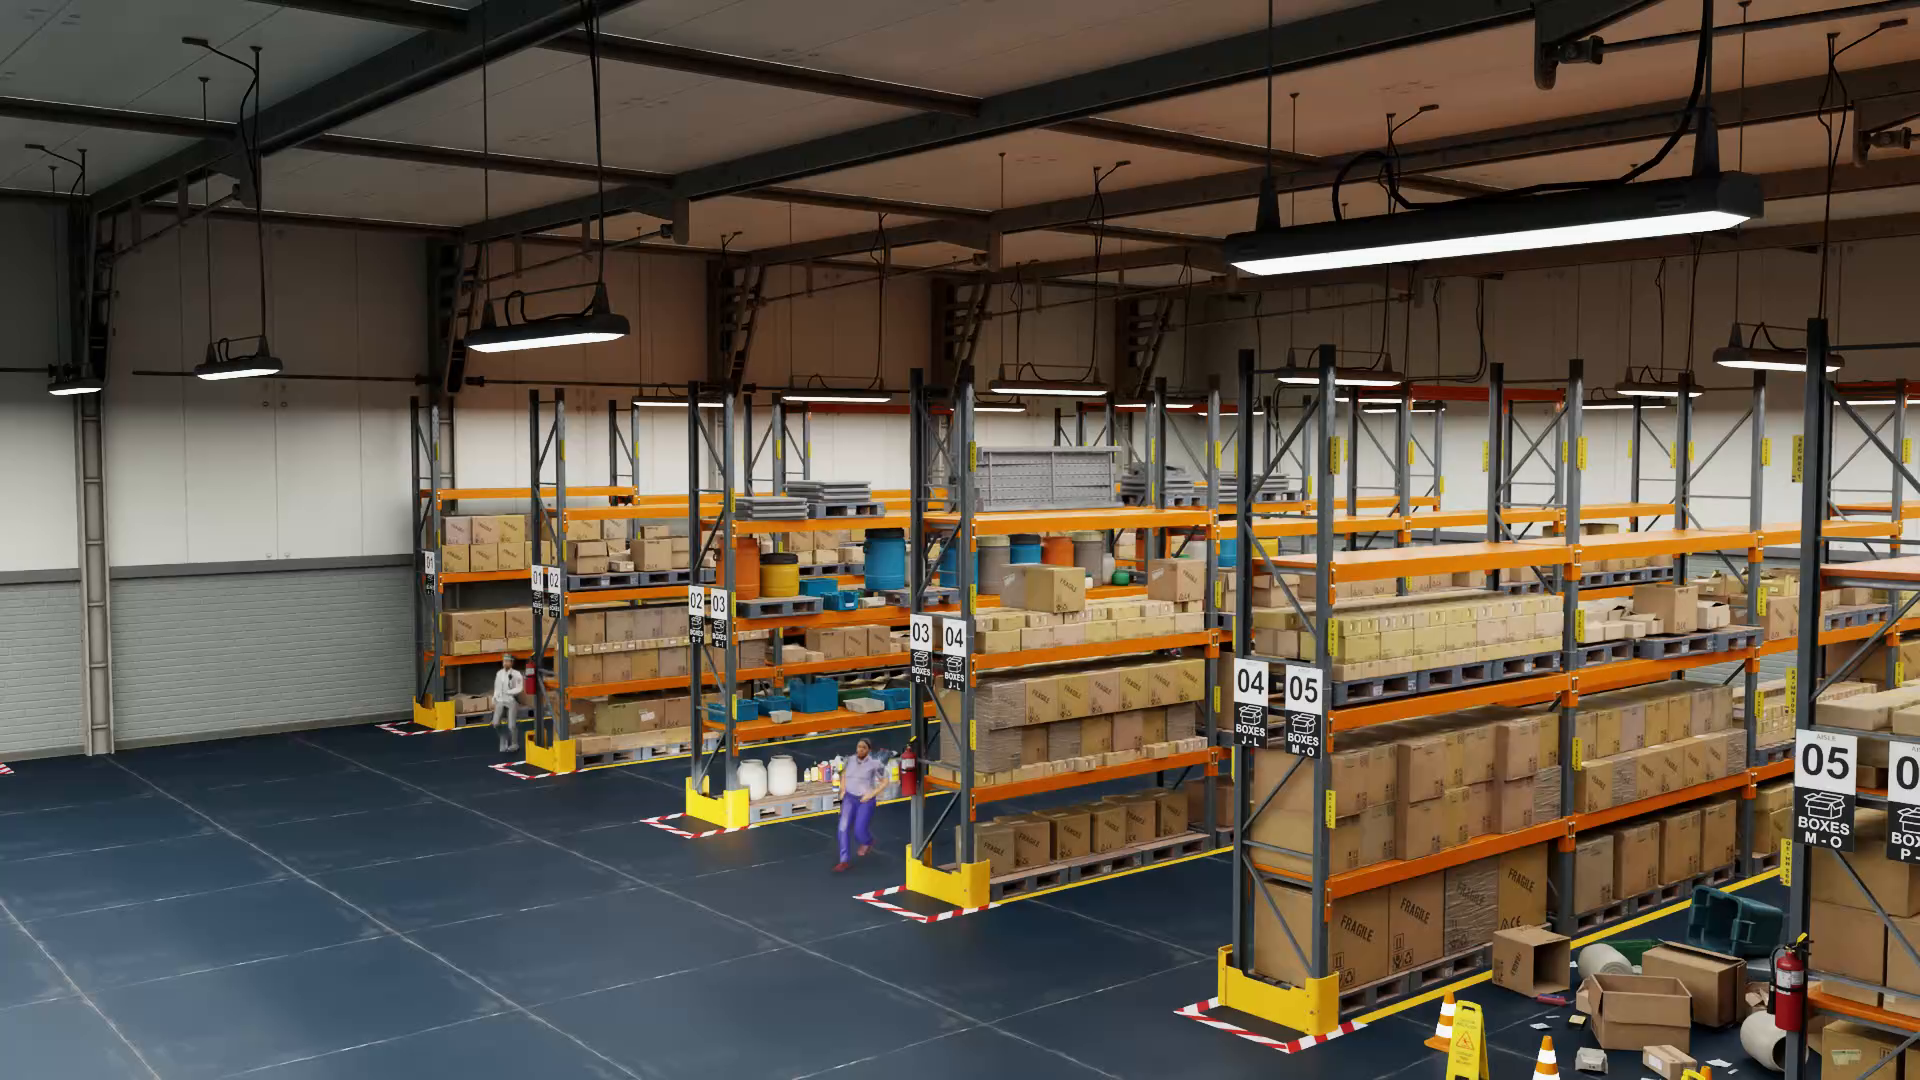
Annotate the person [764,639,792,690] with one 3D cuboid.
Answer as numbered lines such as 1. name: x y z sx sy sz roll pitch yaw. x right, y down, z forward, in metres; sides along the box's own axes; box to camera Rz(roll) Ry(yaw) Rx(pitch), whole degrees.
1. person: -3.275 2.594 31.130 0.963 1.518 0.567 -2 4 -34

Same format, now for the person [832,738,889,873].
1. person: -1.162 3.197 20.189 0.658 1.618 0.774 1 4 24

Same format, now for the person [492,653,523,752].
1. person: -7.516 2.692 27.529 0.591 1.660 0.632 1 3 9
